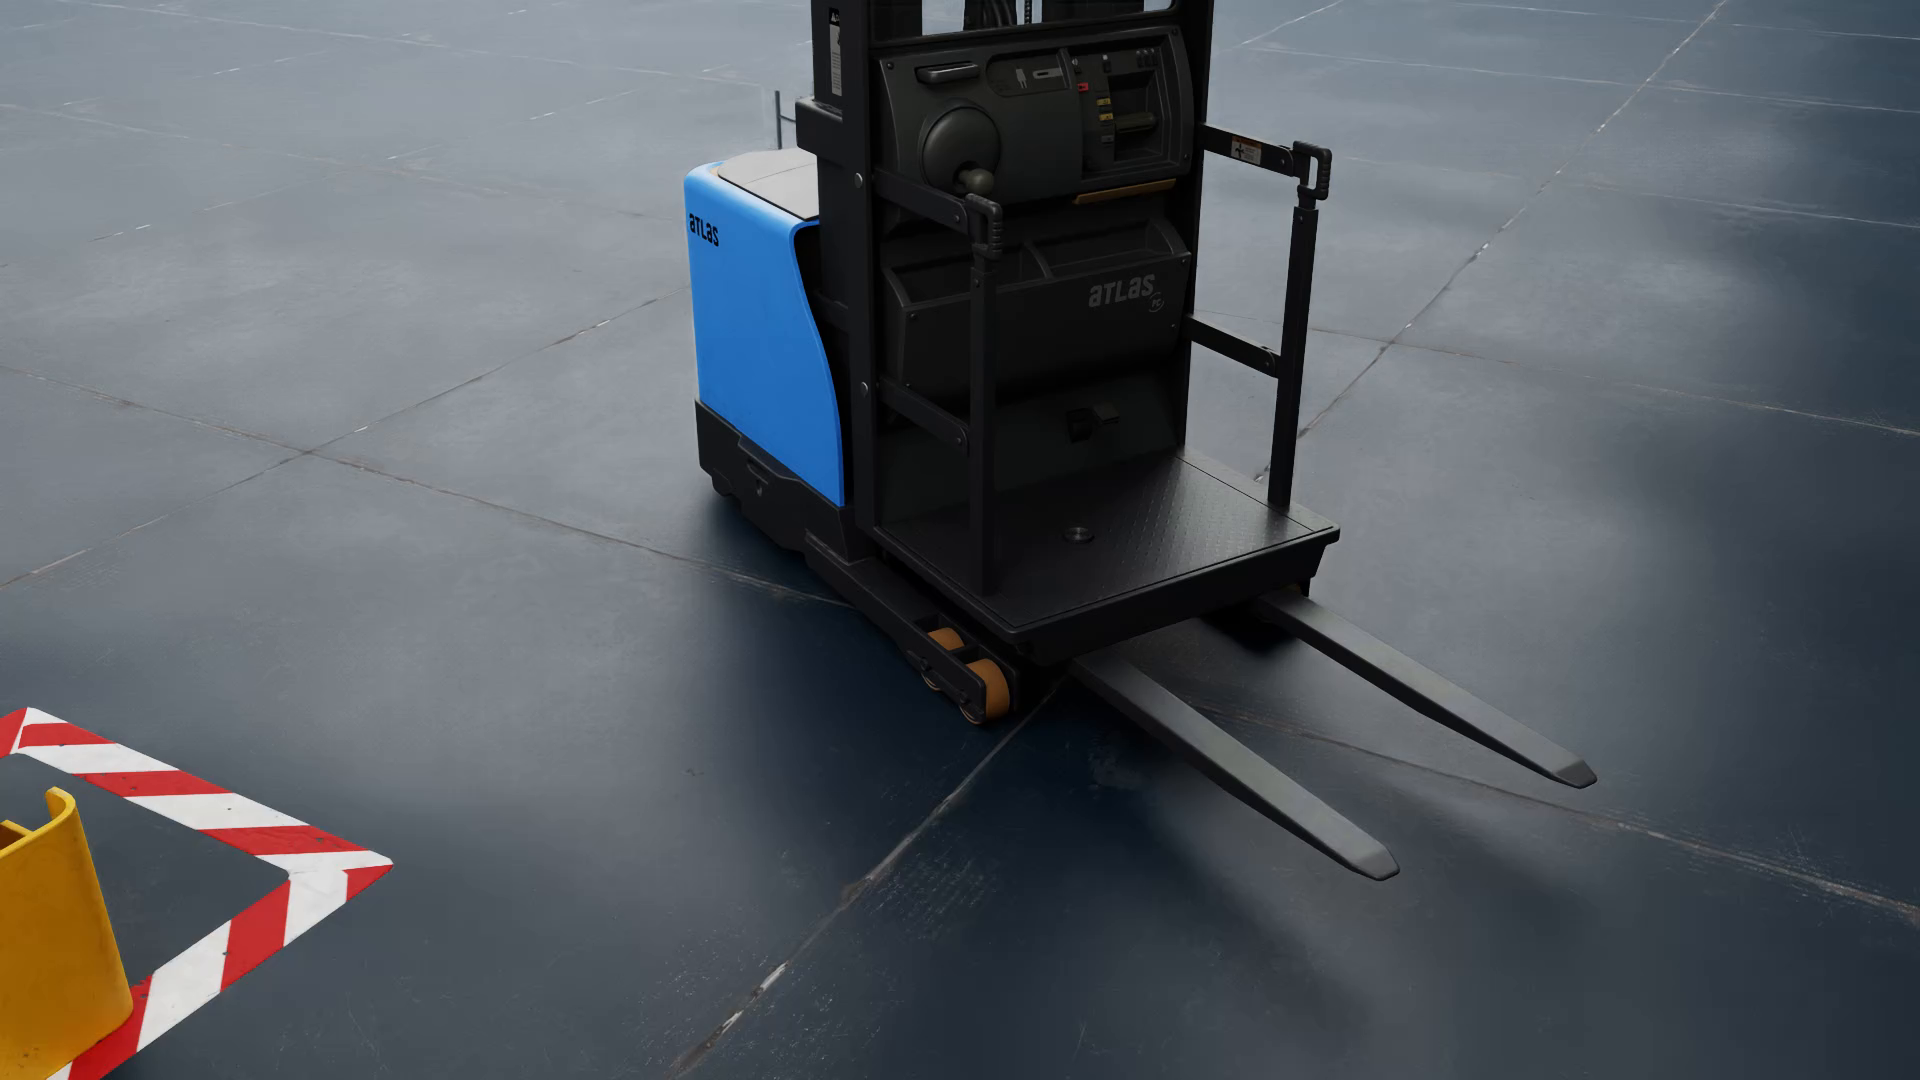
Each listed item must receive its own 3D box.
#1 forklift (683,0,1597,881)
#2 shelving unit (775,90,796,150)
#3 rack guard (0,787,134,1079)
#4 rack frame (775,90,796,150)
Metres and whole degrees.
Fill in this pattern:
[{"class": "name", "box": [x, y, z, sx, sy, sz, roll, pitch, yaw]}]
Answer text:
[{"class": "forklift", "box": [0.331, -1.075, 4.122, 1.130, 2.935, 3.031, -16, 31, -28]}, {"class": "shelving unit", "box": [-0.477, -0.952, 5.812, 0.189, 1.200, 0.258, -16, 31, -30]}, {"class": "rack guard", "box": [-2.235, 0.660, 3.374, 1.175, 0.500, 0.348, 14, 30, 26]}, {"class": "rack frame", "box": [-0.553, -0.930, 5.767, 0.006, 1.200, 0.240, -16, 31, -30]}]
